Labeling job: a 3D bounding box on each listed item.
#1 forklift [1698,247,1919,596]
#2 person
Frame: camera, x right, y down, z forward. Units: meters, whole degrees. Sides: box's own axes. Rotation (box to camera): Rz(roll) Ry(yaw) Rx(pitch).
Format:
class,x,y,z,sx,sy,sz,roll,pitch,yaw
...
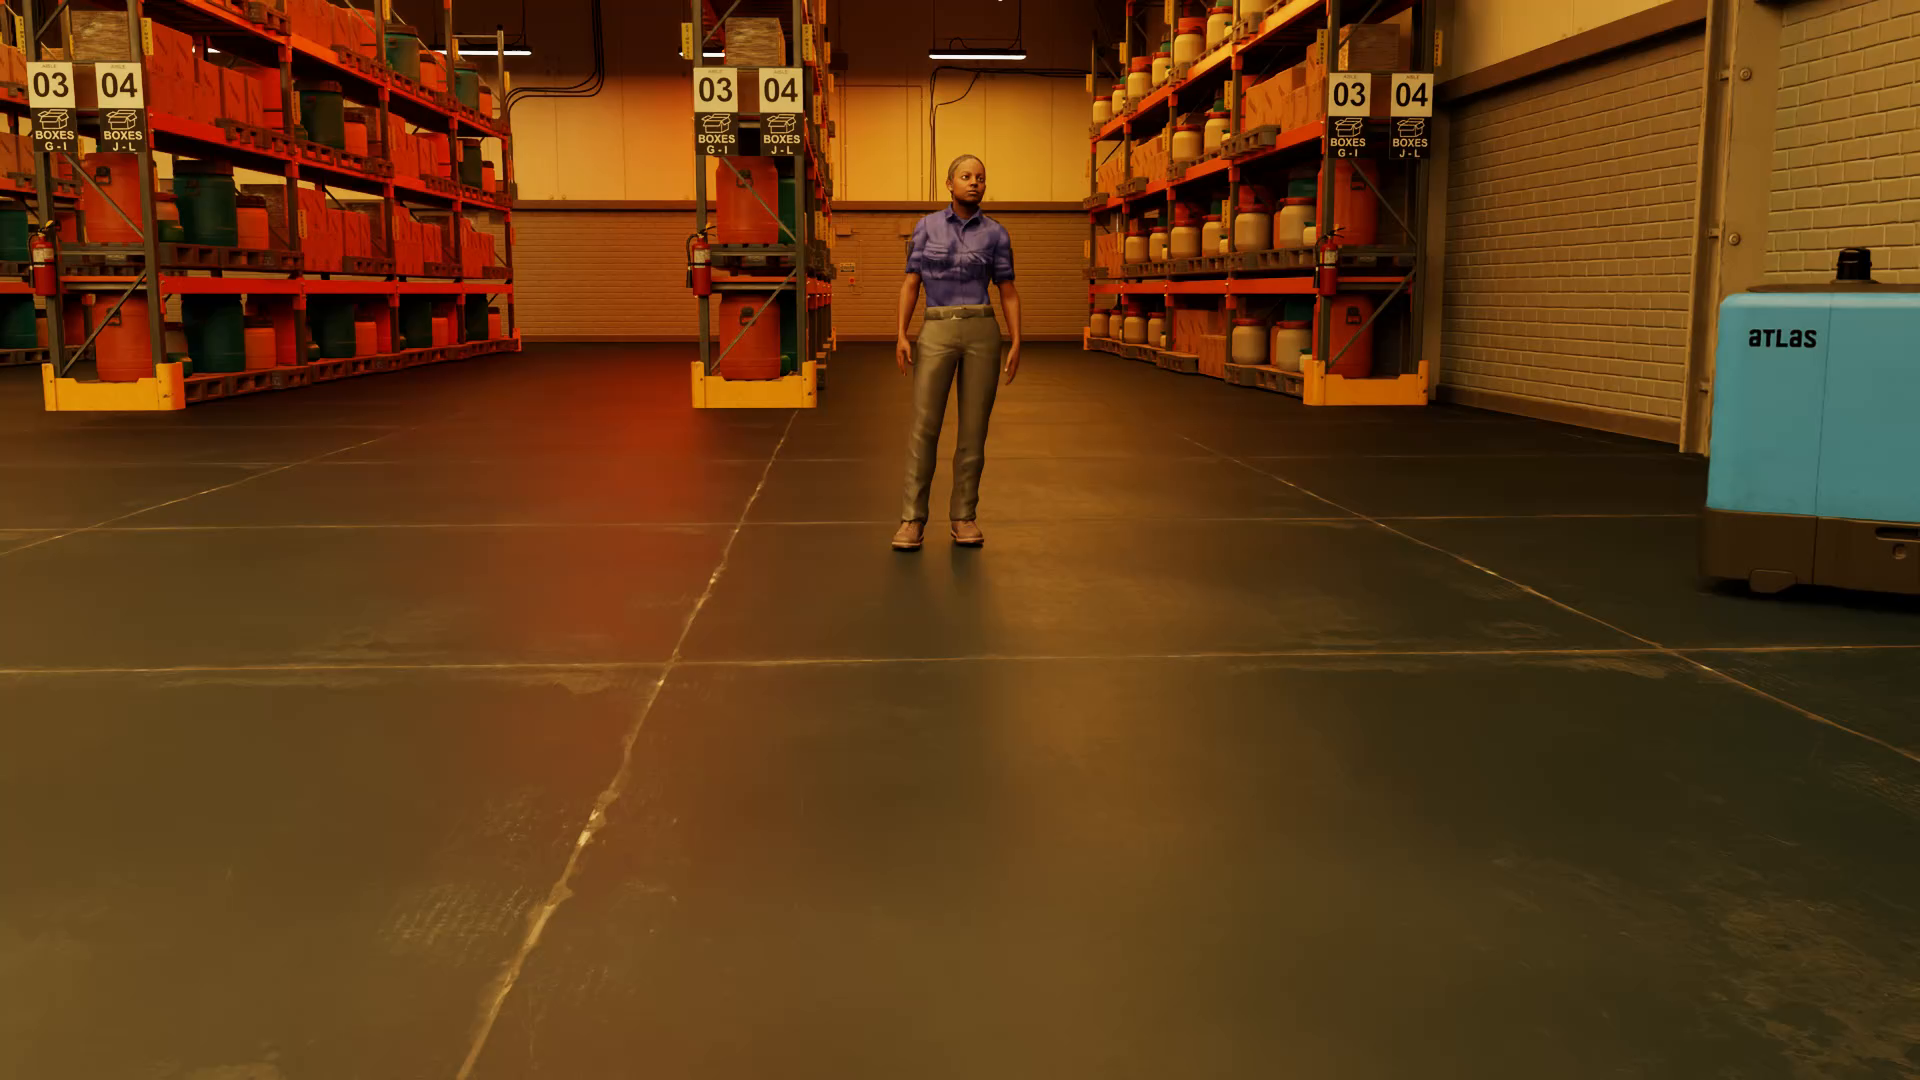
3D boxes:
class,x,y,z,sx,sy,sz,roll,pitch,yaw
forklift,4.194,-1.200,5.412,3.031,2.935,1.130,5,10,31
person,-0.015,-0.812,7.100,0.569,1.654,0.504,-1,8,-4
